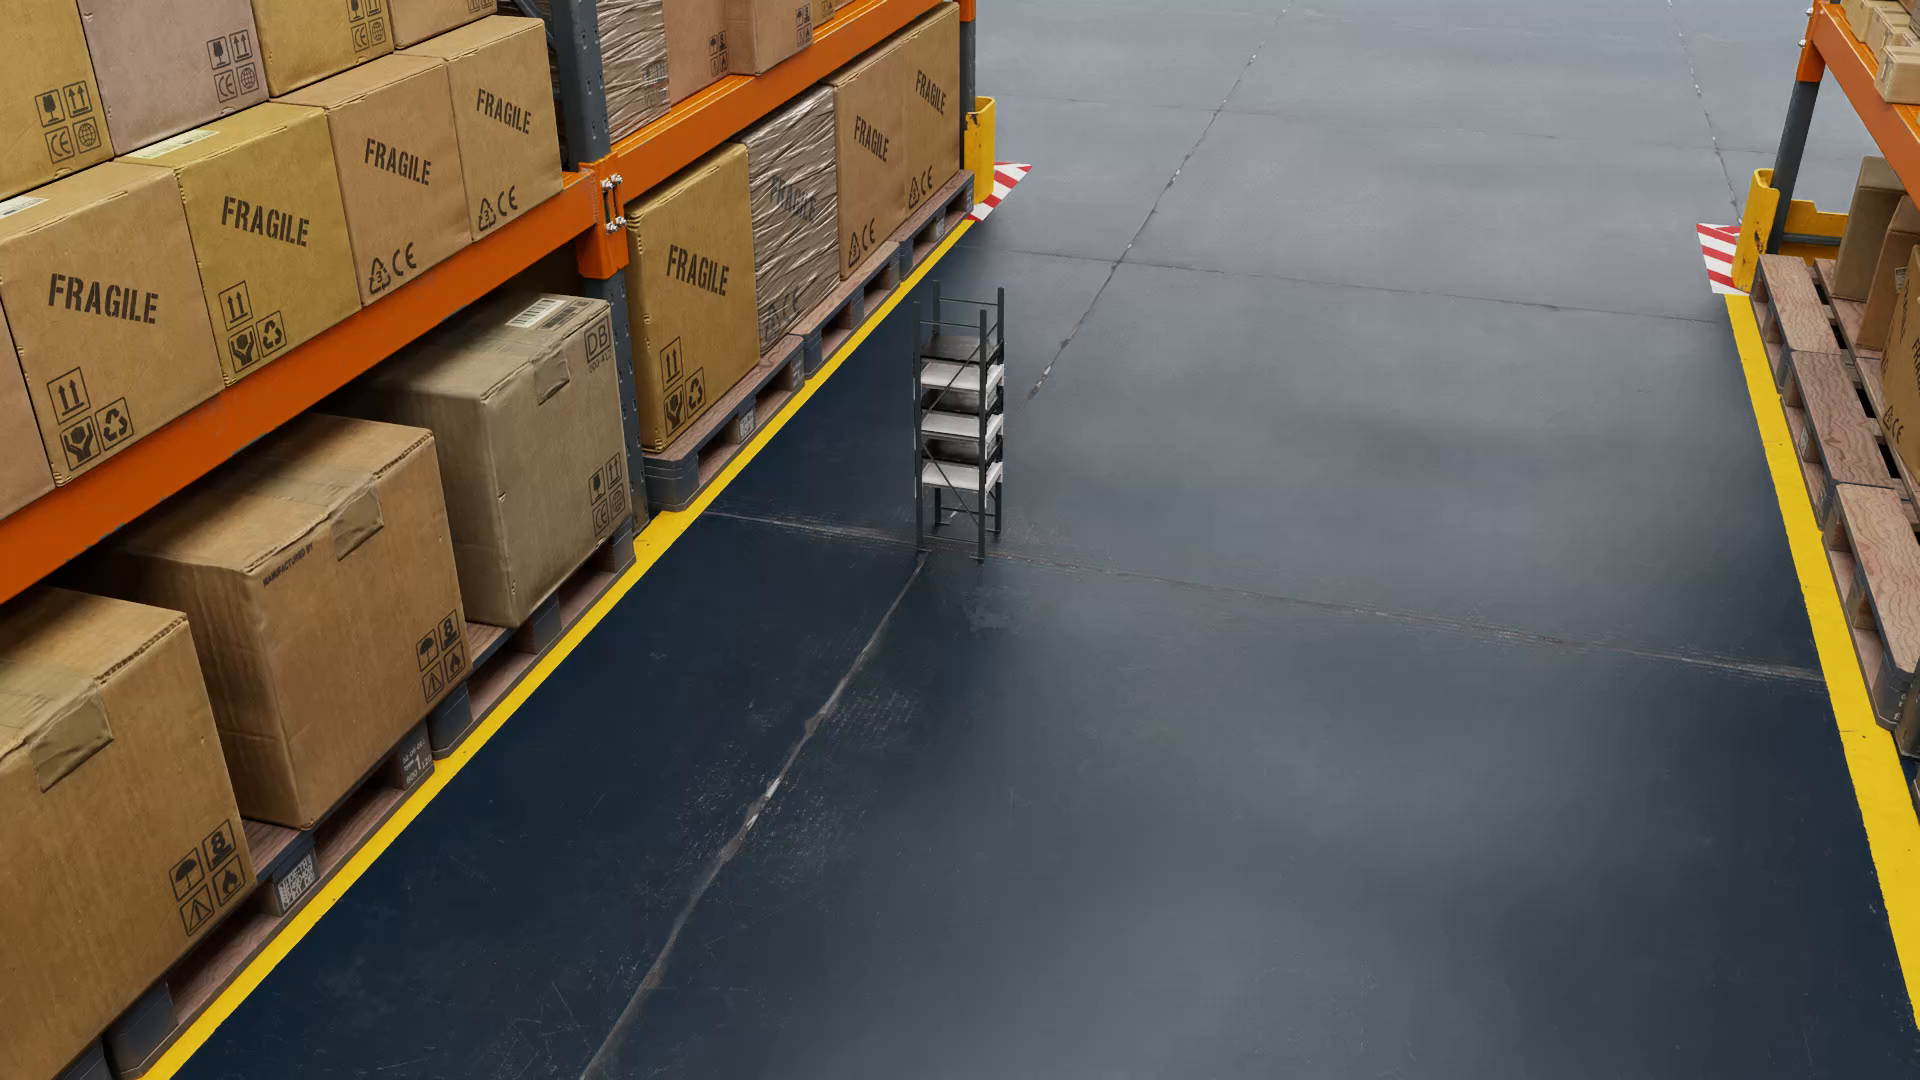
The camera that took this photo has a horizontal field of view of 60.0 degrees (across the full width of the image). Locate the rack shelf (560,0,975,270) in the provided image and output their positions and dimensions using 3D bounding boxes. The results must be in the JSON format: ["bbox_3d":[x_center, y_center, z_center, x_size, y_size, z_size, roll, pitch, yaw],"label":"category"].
[{"bbox_3d":[-0.999,-2.026,7.047,1.077,0.370,4.000,8,30,15],"label":"rack shelf"}]

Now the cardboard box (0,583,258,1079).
[{"bbox_3d":[-2.242,0.570,3.521,1.050,0.750,0.750,9,30,16],"label":"cardboard box"}]

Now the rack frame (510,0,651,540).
[{"bbox_3d":[-1.586,-1.411,5.201,1.000,3.000,0.127,8,30,15],"label":"rack frame"}]

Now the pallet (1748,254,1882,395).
[{"bbox_3d":[4.005,-0.889,7.131,1.003,0.211,1.213,8,30,15],"label":"pallet"}]

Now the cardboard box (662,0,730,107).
[{"bbox_3d":[-1.349,-1.909,5.941,0.875,0.550,0.550,8,30,15],"label":"cardboard box"}]

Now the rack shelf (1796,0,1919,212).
[{"bbox_3d":[3.713,-1.272,5.690,1.077,0.370,4.000,8,30,15],"label":"rack shelf"}]

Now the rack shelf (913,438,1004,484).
[{"bbox_3d":[-0.002,-0.282,5.584,0.258,0.077,0.200,8,30,15],"label":"rack shelf"}]

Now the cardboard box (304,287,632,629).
[{"bbox_3d":[-1.682,-0.310,5.104,1.050,0.750,0.750,8,30,15],"label":"cardboard box"}]

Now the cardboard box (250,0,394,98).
[{"bbox_3d":[-1.875,-1.421,4.087,0.700,0.500,0.500,8,30,14],"label":"cardboard box"}]

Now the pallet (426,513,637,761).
[{"bbox_3d":[-1.741,0.177,5.215,1.003,0.211,1.213,8,30,15],"label":"pallet"}]

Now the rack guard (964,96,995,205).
[{"bbox_3d":[-0.405,-2.189,9.171,1.175,0.500,0.348,8,30,15],"label":"rack guard"}]

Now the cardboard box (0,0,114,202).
[{"bbox_3d":[-2.173,-0.952,3.244,0.700,0.500,0.500,8,30,14],"label":"cardboard box"}]

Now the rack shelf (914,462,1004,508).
[{"bbox_3d":[-0.002,-0.203,5.628,0.258,0.077,0.200,8,30,15],"label":"rack shelf"}]

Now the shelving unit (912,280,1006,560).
[{"bbox_3d":[-0.002,-0.389,5.524,0.258,0.900,0.210,8,30,15],"label":"shelving unit"}]

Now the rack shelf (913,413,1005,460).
[{"bbox_3d":[-0.002,-0.360,5.541,0.258,0.077,0.200,8,30,15],"label":"rack shelf"}]

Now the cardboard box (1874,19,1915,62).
[{"bbox_3d":[3.675,-1.845,6.240,0.380,0.149,0.250,8,30,15],"label":"cardboard box"}]

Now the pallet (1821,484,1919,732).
[{"bbox_3d":[3.289,0.245,5.093,1.003,0.211,1.213,8,30,15],"label":"pallet"}]

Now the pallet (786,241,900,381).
[{"bbox_3d":[-0.932,-1.104,7.517,1.003,0.211,1.213,8,30,15],"label":"pallet"}]

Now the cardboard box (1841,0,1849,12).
[{"bbox_3d":[3.988,-2.307,7.070,0.380,0.149,0.250,8,30,15],"label":"cardboard box"}]

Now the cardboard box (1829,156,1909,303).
[{"bbox_3d":[4.101,-1.319,7.174,0.500,0.500,0.500,14,32,24],"label":"cardboard box"}]

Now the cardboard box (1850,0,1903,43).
[{"bbox_3d":[3.809,-2.080,6.661,0.380,0.149,0.250,8,30,15],"label":"cardboard box"}]

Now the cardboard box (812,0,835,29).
[{"bbox_3d":[-1.019,-2.403,6.831,0.875,0.550,0.500,8,30,15],"label":"cardboard box"}]

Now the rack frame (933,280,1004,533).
[{"bbox_3d":[0.027,-0.437,5.609,0.240,0.900,0.006,8,30,15],"label":"rack frame"}]

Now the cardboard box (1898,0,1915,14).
[{"bbox_3d":[4.080,-2.188,6.189,0.875,0.500,0.500,8,30,15],"label":"cardboard box"}]

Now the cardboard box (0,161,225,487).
[{"bbox_3d":[-1.927,-0.468,3.403,0.500,0.500,0.500,8,30,14],"label":"cardboard box"}]

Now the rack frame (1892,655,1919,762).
[{"bbox_3d":[3.126,-0.656,3.845,1.000,3.000,0.127,8,30,15],"label":"rack frame"}]

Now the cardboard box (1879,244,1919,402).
[{"bbox_3d":[3.756,-0.748,6.148,0.500,0.500,0.500,11,31,20],"label":"cardboard box"}]

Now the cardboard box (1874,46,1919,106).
[{"bbox_3d":[3.455,-1.624,5.842,0.380,0.149,0.250,8,30,15],"label":"cardboard box"}]

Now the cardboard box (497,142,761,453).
[{"bbox_3d":[-1.335,-0.949,6.123,0.875,0.875,0.875,9,30,16],"label":"cardboard box"}]

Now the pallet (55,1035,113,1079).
[{"bbox_3d":[-2.457,1.311,3.177,1.003,0.211,1.213,8,30,15],"label":"pallet"}]

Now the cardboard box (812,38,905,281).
[{"bbox_3d":[-0.804,-1.791,7.638,0.875,0.875,0.875,8,30,14],"label":"cardboard box"}]

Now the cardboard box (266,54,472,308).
[{"bbox_3d":[-1.632,-0.939,4.250,0.500,0.500,0.500,8,30,14],"label":"cardboard box"}]
